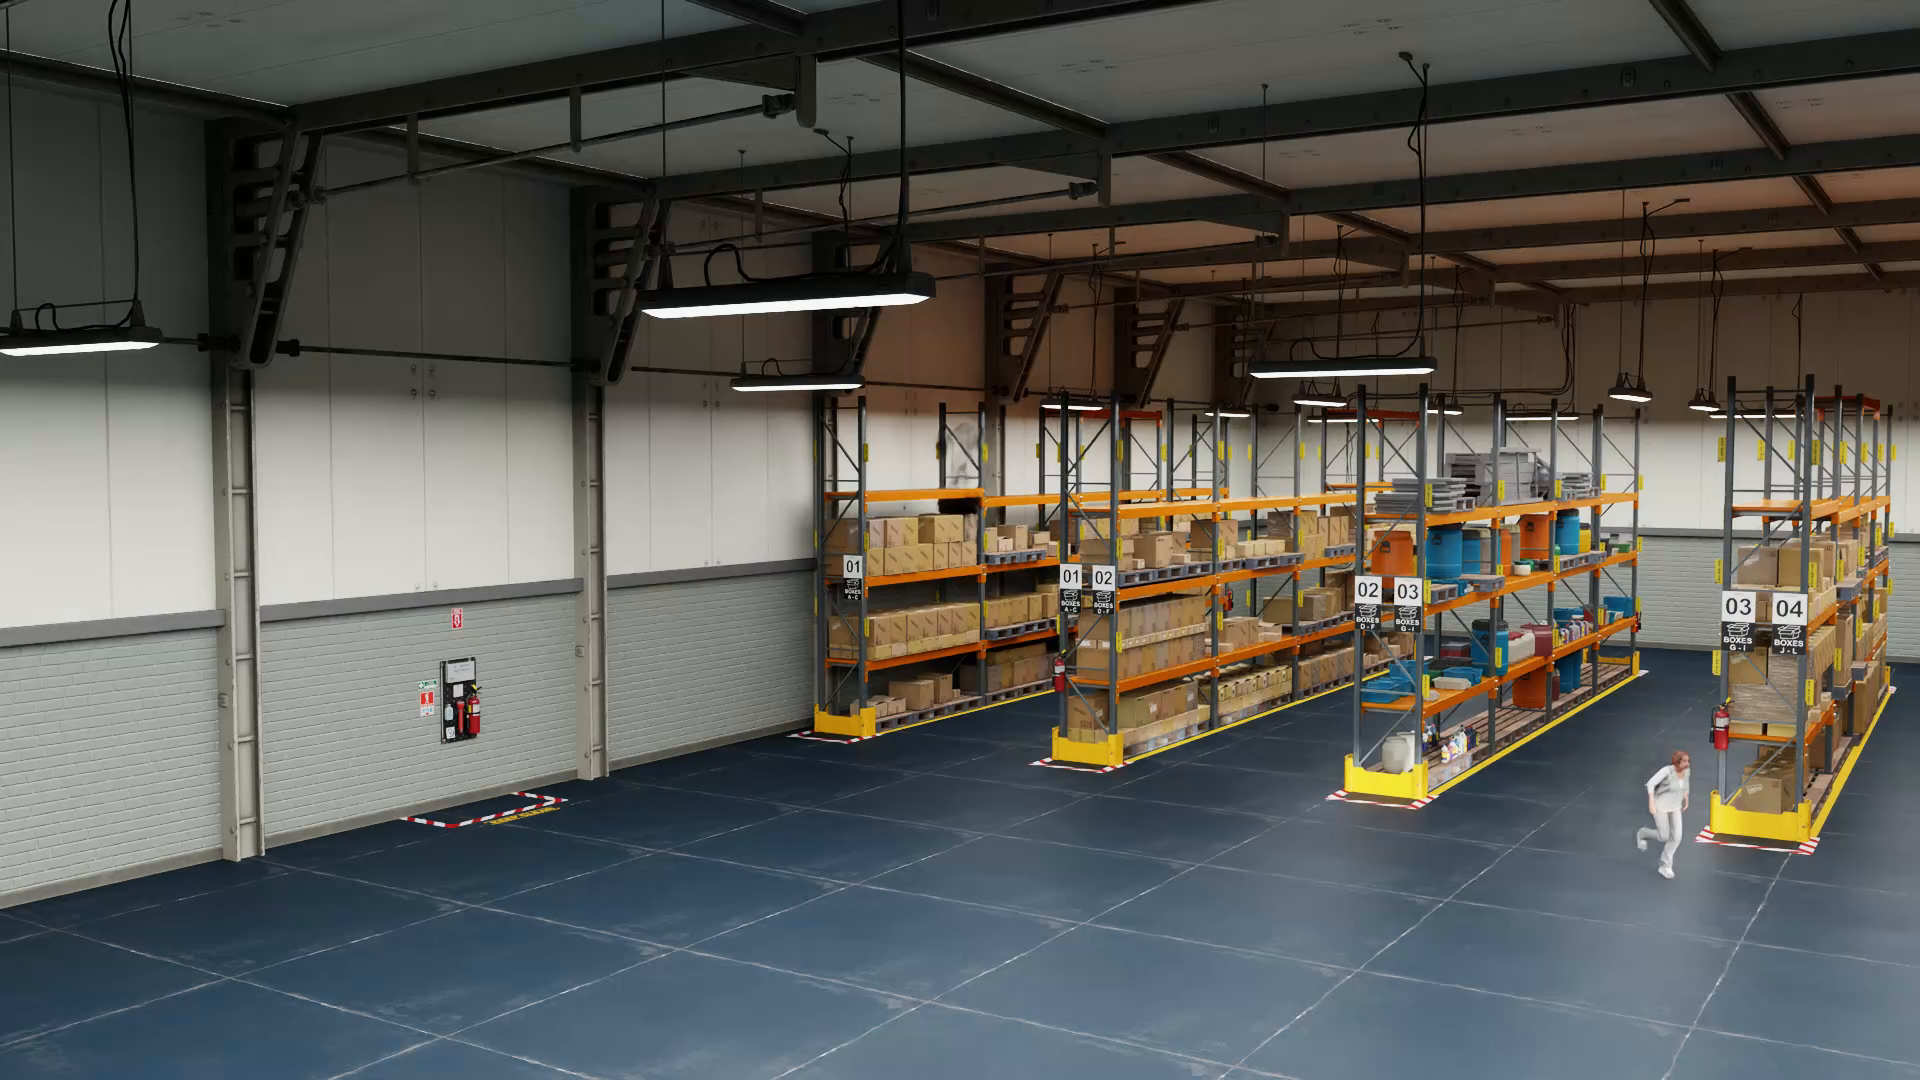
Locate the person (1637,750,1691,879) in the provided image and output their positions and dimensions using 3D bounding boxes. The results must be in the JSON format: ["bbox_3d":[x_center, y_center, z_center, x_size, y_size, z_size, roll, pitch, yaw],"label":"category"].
[{"bbox_3d":[8.384,3.219,19.821,0.537,1.543,0.781,-1,3,-21],"label":"person"}]
